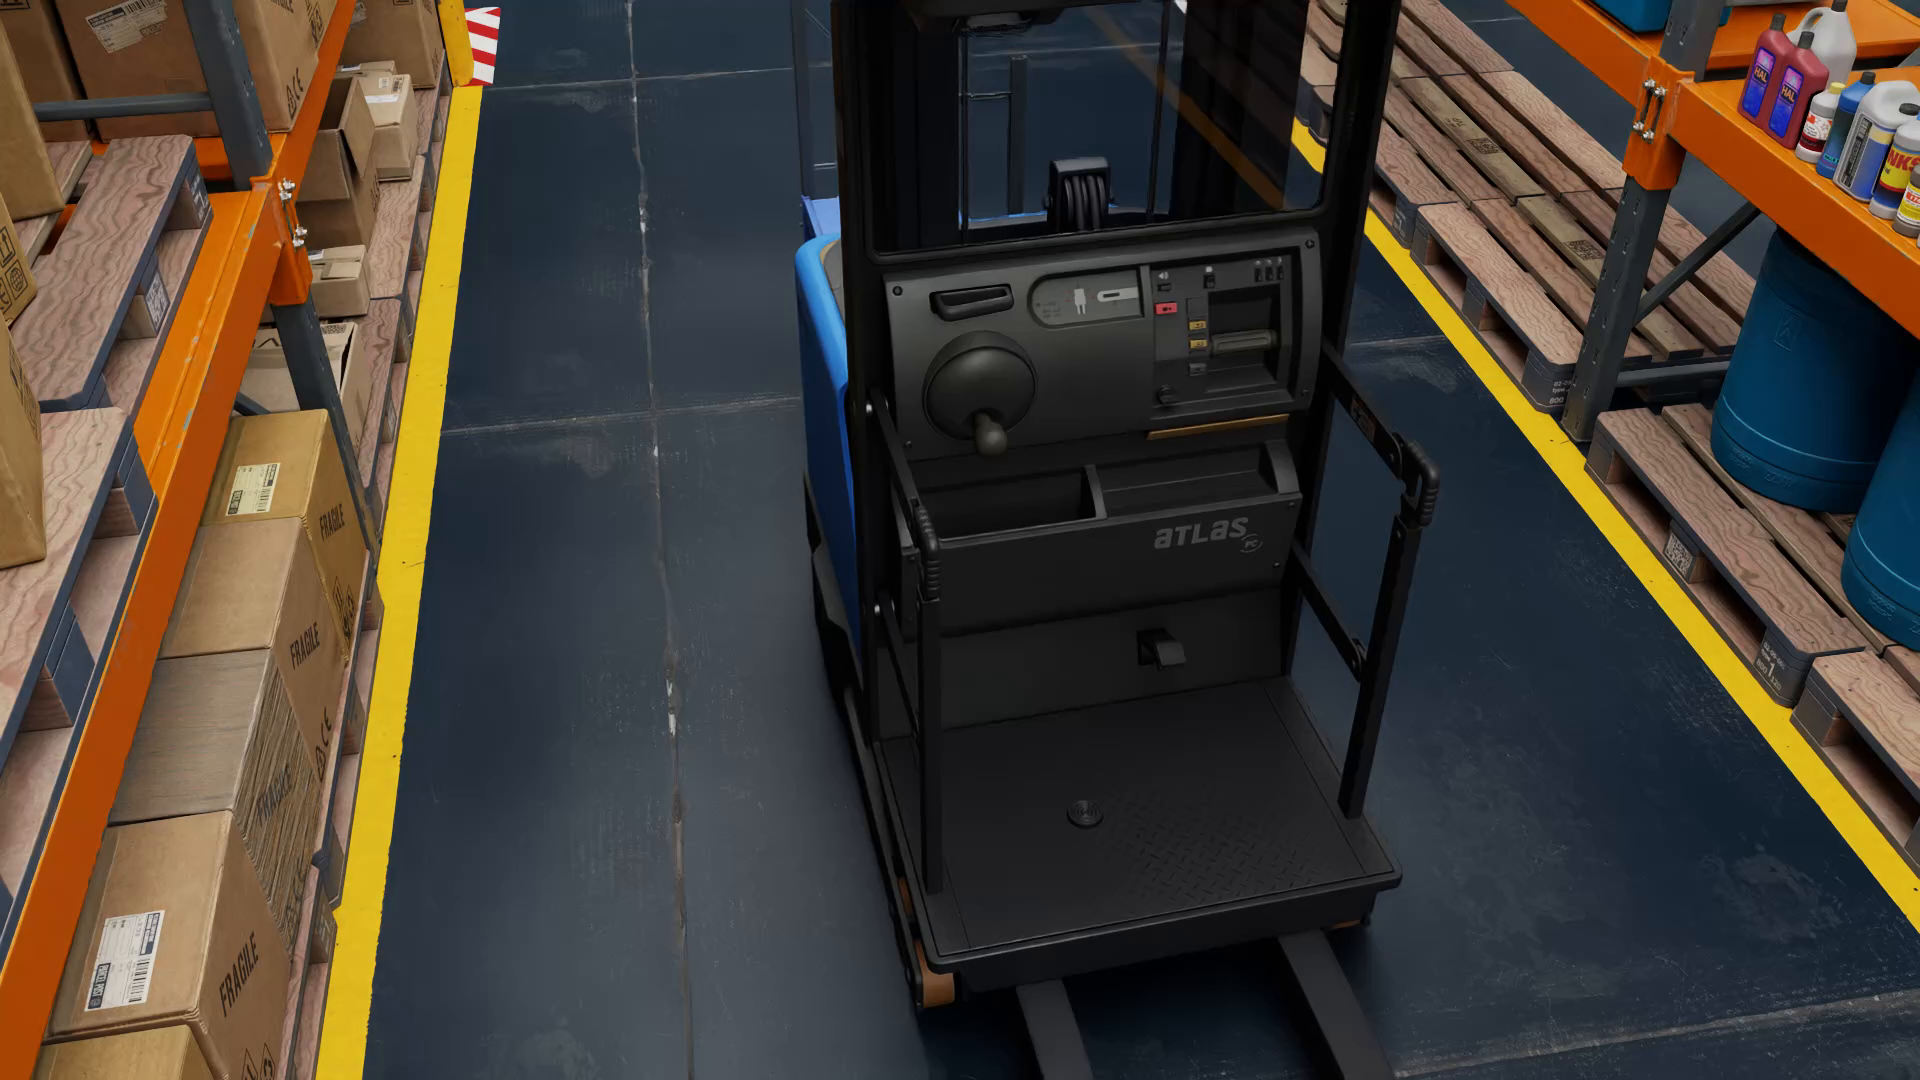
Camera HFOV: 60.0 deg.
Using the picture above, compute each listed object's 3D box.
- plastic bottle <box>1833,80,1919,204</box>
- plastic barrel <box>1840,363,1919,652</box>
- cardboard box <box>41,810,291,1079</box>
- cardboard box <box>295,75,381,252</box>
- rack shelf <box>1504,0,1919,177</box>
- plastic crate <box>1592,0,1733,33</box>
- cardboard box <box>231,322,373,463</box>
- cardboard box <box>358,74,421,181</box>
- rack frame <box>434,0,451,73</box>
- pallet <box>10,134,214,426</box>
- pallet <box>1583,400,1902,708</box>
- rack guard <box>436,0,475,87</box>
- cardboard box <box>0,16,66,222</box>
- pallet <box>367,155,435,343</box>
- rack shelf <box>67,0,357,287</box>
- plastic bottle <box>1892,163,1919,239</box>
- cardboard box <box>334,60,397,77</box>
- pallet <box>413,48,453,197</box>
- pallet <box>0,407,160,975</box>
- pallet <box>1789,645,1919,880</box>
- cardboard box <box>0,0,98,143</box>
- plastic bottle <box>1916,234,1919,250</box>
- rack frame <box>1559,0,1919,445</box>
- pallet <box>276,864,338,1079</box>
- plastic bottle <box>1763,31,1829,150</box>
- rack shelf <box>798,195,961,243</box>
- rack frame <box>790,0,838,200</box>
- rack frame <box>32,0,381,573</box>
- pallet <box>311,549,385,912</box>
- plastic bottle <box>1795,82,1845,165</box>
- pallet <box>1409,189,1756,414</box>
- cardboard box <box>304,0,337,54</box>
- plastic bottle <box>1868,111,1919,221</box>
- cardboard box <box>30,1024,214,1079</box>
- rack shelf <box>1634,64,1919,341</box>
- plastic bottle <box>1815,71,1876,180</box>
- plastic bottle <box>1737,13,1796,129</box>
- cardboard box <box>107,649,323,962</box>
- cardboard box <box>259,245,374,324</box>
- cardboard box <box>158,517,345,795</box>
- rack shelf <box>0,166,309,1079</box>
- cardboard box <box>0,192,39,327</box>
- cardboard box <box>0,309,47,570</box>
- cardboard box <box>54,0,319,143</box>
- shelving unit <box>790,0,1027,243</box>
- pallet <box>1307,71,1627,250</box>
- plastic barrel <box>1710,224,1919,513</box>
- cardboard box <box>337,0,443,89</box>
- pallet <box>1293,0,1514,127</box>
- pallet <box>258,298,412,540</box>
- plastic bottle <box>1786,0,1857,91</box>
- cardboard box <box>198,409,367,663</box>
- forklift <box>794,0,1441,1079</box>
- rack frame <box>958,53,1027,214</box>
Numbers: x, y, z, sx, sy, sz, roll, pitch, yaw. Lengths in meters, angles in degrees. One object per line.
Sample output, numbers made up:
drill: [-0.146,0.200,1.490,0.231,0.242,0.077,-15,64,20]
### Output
plastic bottle: [2.349,-1.008,4.204,0.152,0.276,0.135,-6,38,-8]
plastic barrel: [2.782,-0.178,4.402,0.600,0.901,0.708,-6,38,-8]
cardboard box: [-1.672,0.922,3.297,0.500,0.500,0.500,-7,38,-9]
cardboard box: [-2.633,-1.390,6.271,0.797,0.503,0.637,-6,38,-8]
rack shelf: [2.229,-2.522,6.638,1.077,0.370,4.000,-6,38,-8]
plastic crate: [2.162,-1.861,5.165,0.392,0.384,0.575,-6,38,-8]
cardboard box: [-2.159,-0.457,5.226,0.500,0.311,0.500,-6,38,-8]
cardboard box: [-2.525,-1.693,6.867,0.500,0.250,0.500,-6,38,-8]
rack frame: [-2.999,-3.484,7.290,1.000,3.000,0.127,-6,38,-8]
pallet: [-2.265,-0.498,3.602,1.003,0.211,1.213,-6,38,-8]
pallet: [2.673,-0.027,5.112,1.003,0.211,1.213,-6,38,-8]
rack guard: [-2.986,-2.451,7.997,1.175,0.500,0.348,-6,38,-8]
cardboard box: [-2.435,-0.963,3.621,0.700,0.500,0.500,-19,42,-23]
pallet: [-2.635,-1.120,6.520,1.003,0.211,1.213,-6,38,-8]
rack shelf: [-2.649,-1.992,5.955,1.077,0.370,4.000,-6,38,-8]
plastic bottle: [2.360,-0.847,4.057,0.097,0.201,0.097,0,38,0]
cardboard box: [-2.679,-1.983,7.308,0.380,0.166,0.250,-6,38,-8]
pallet: [-2.845,-1.855,7.466,1.003,0.211,1.213,-6,38,-8]
pallet: [-1.942,0.250,2.640,1.003,0.211,1.213,-6,38,-8]
pallet: [2.891,0.712,4.162,1.003,0.211,1.213,-6,38,-8]
cardboard box: [-2.638,-1.382,4.502,0.500,0.500,0.500,-6,38,-7]
plastic bottle: [2.377,-0.788,3.981,0.097,0.201,0.097,0,38,0]
rack frame: [2.579,-1.599,4.863,1.000,3.000,0.127,-6,38,-8]
pallet: [-1.901,1.259,3.458,1.003,0.211,1.213,-6,38,-8]
plastic bottle: [2.247,-1.205,4.451,0.061,0.283,0.133,-6,38,-8]
rack shelf: [-0.182,-0.845,5.409,0.538,0.185,1.000,-8,39,-10]
rack frame: [-0.296,-1.291,5.689,0.500,1.500,0.032,-8,39,-10]
rack frame: [-2.298,-1.068,4.180,1.000,3.000,0.127,-6,38,-8]
pallet: [-2.118,0.520,4.408,1.003,0.211,1.213,-6,38,-8]
plastic bottle: [2.285,-1.104,4.389,0.097,0.201,0.097,0,38,0]
pallet: [2.412,-0.937,6.284,1.003,0.211,1.213,-6,38,-8]
cardboard box: [-2.212,-1.754,4.981,0.500,0.500,0.500,-6,38,-7]
plastic bottle: [2.343,-0.933,4.111,0.097,0.271,0.097,0,38,0]
cardboard box: [-1.576,1.237,2.892,0.500,0.500,0.500,-7,38,-9]
rack shelf: [2.930,-0.106,3.528,1.077,0.370,4.000,-6,38,-8]
plastic bottle: [2.302,-1.073,4.291,0.097,0.271,0.097,0,38,0]
plastic bottle: [2.223,-1.285,4.554,0.061,0.283,0.133,-6,38,-8]
cardboard box: [-1.764,0.615,3.692,0.500,0.500,0.500,-6,38,-7]
cardboard box: [-2.320,-0.921,5.941,0.380,0.166,0.250,-6,38,-8]
cardboard box: [-1.851,0.312,4.082,0.500,0.500,0.500,-6,38,-8]
rack shelf: [-1.947,0.424,2.846,1.077,0.370,4.000,-6,38,-8]
cardboard box: [-2.252,-0.555,3.095,0.700,0.500,0.500,-1,38,-1]
cardboard box: [-1.928,-0.213,2.655,0.700,0.500,0.500,-16,41,-19]
cardboard box: [-2.119,-1.445,4.583,0.500,0.500,0.500,-5,38,-7]
shelving unit: [-0.182,-0.987,5.298,0.538,1.500,1.048,-8,39,-10]
pallet: [2.195,-1.676,7.235,1.003,0.211,1.213,-6,38,-8]
plastic barrel: [2.658,-0.605,4.952,0.600,0.901,0.708,-6,38,-8]
cardboard box: [-2.662,-2.369,7.533,0.500,0.500,0.500,-6,38,-8]
pallet: [1.984,-2.411,8.181,1.003,0.211,1.213,-6,38,-8]
pallet: [-2.418,-0.382,5.569,1.003,0.211,1.213,-6,38,-8]
plastic bottle: [2.329,-1.307,4.528,0.144,0.351,0.185,-6,38,-8]
cardboard box: [-1.929,0.013,4.468,0.500,0.500,0.500,-6,38,-8]
forklift: [0.360,-0.336,3.294,1.130,2.935,3.031,-8,39,-10]
rack frame: [-0.067,-0.683,4.907,0.500,1.500,0.032,-8,39,-10]
